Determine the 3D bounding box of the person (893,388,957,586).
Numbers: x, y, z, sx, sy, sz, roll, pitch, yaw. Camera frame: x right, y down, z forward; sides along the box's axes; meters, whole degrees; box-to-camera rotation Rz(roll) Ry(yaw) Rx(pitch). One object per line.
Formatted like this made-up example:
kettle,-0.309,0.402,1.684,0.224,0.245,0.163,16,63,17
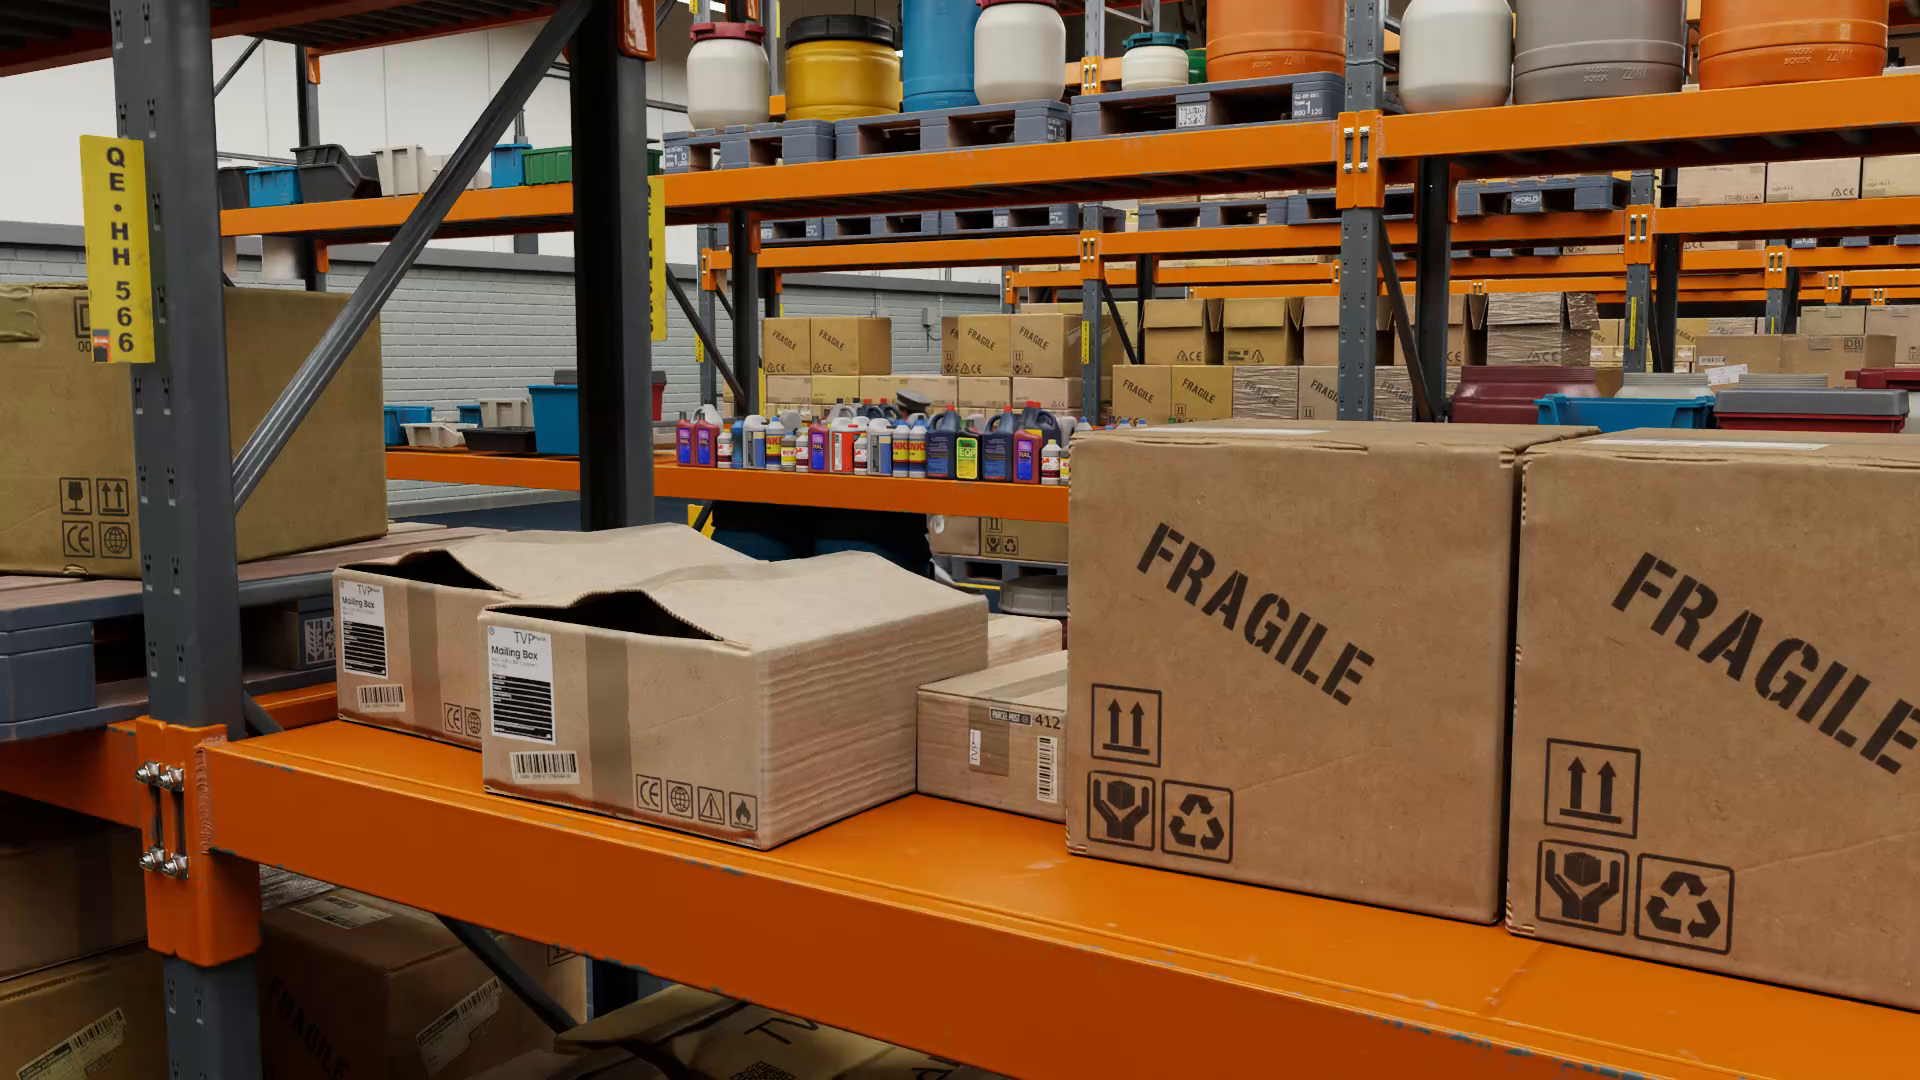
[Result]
person,-0.301,-0.229,11.455,0.969,1.631,0.488,4,8,35
